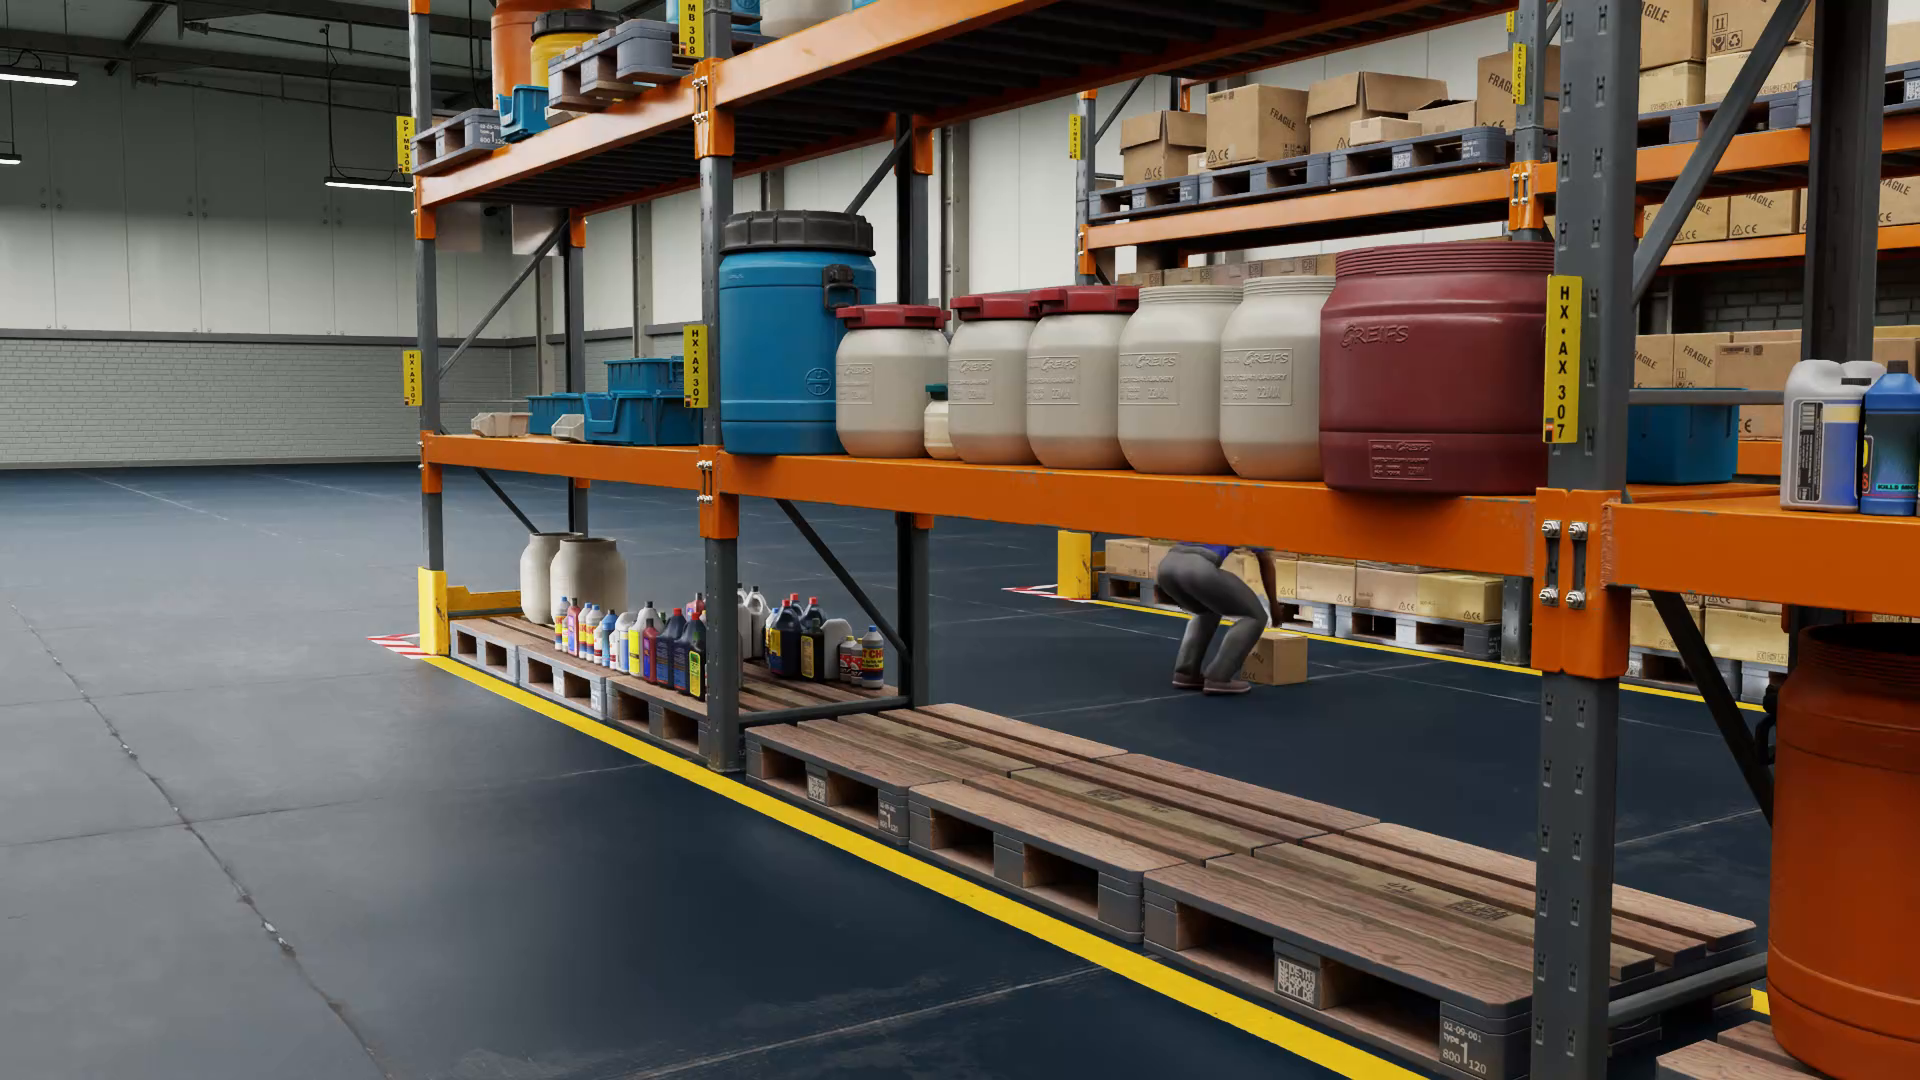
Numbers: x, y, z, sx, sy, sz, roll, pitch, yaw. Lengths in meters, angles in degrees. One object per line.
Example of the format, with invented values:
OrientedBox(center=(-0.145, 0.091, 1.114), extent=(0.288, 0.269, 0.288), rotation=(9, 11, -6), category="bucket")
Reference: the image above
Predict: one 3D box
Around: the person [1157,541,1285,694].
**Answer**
OrientedBox(center=(1.349, 0.203, 8.705), extent=(0.731, 1.162, 0.501), rotation=(-3, 6, -34), category="person")
